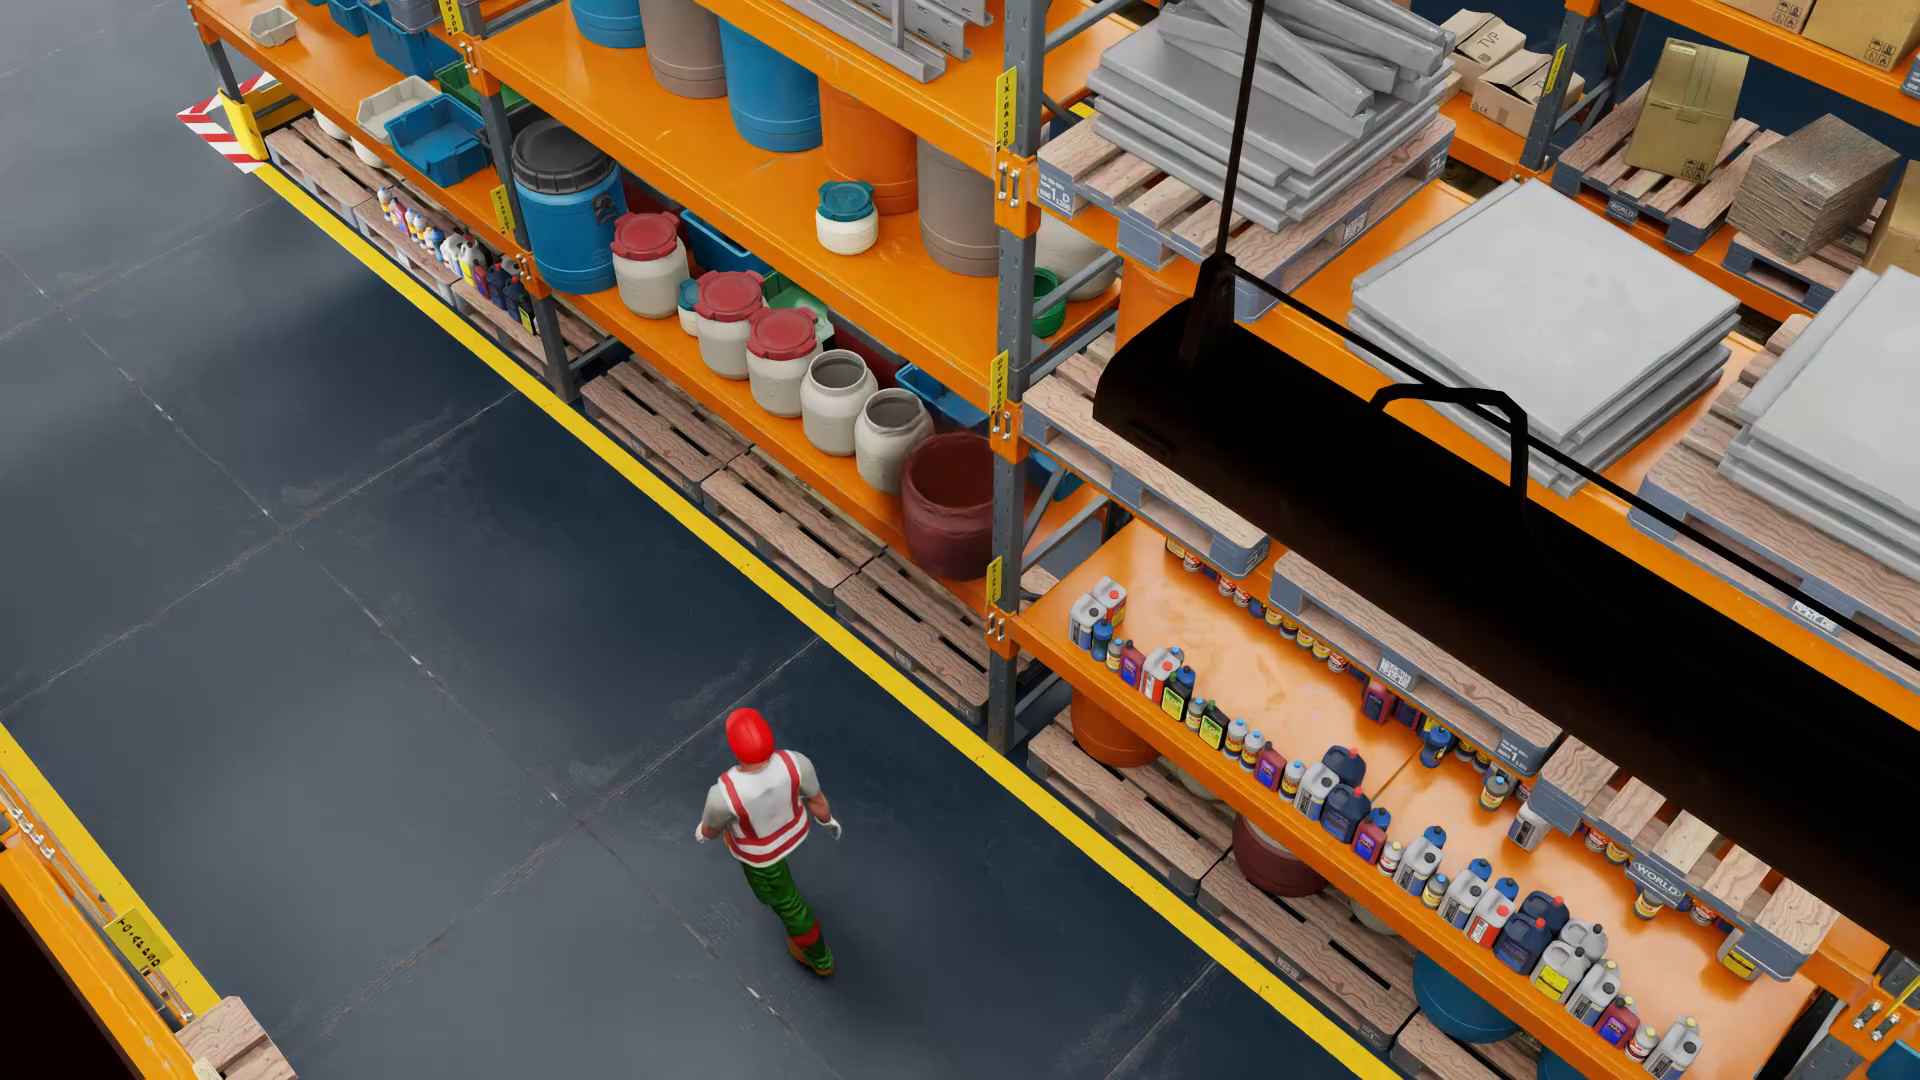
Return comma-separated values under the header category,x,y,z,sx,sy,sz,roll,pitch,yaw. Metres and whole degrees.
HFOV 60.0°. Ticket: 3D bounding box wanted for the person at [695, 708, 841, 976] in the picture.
category,x,y,z,sx,sy,sz,roll,pitch,yaw
person,-0.981,1.356,8.086,0.581,1.723,1.034,-37,59,-27
